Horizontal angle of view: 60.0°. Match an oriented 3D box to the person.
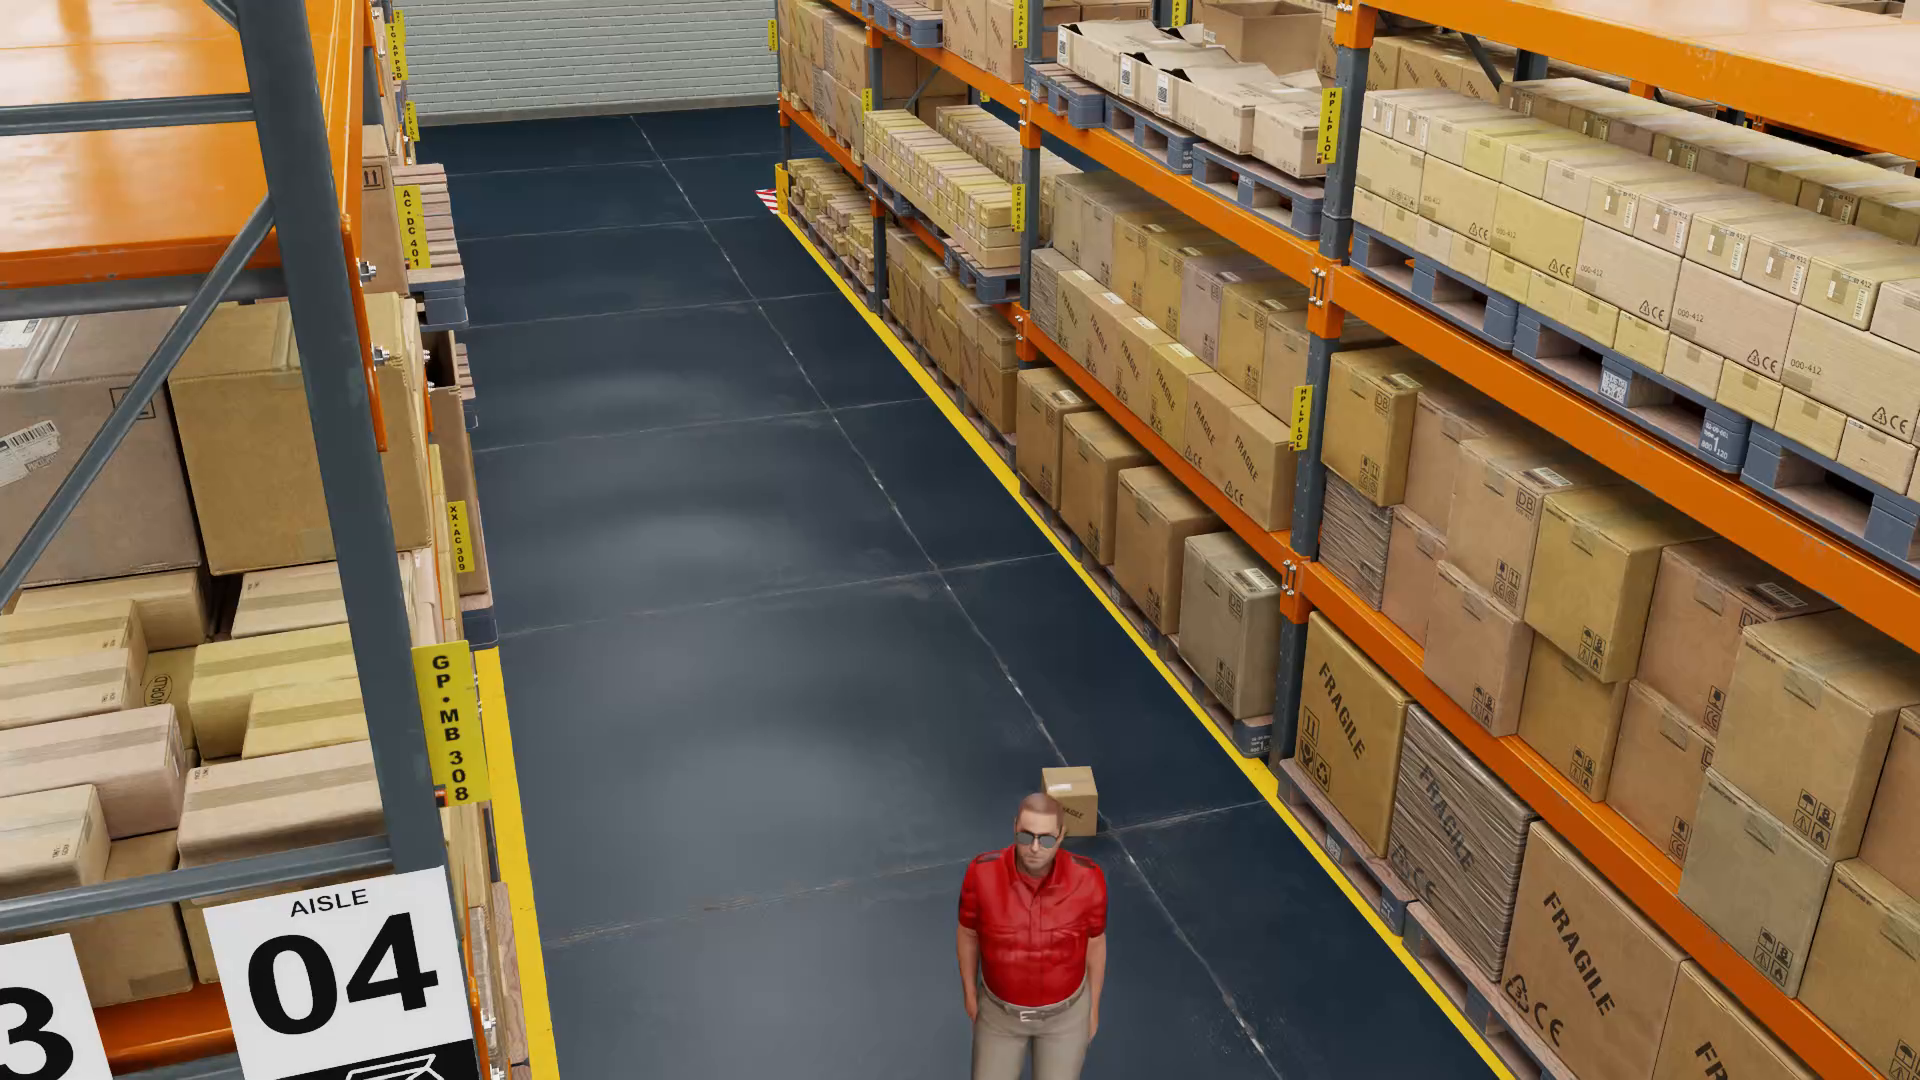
[{"bbox_3d":[0.253,1.643,5.999,0.534,1.704,0.588,1,26,1],"label":"person"}]
